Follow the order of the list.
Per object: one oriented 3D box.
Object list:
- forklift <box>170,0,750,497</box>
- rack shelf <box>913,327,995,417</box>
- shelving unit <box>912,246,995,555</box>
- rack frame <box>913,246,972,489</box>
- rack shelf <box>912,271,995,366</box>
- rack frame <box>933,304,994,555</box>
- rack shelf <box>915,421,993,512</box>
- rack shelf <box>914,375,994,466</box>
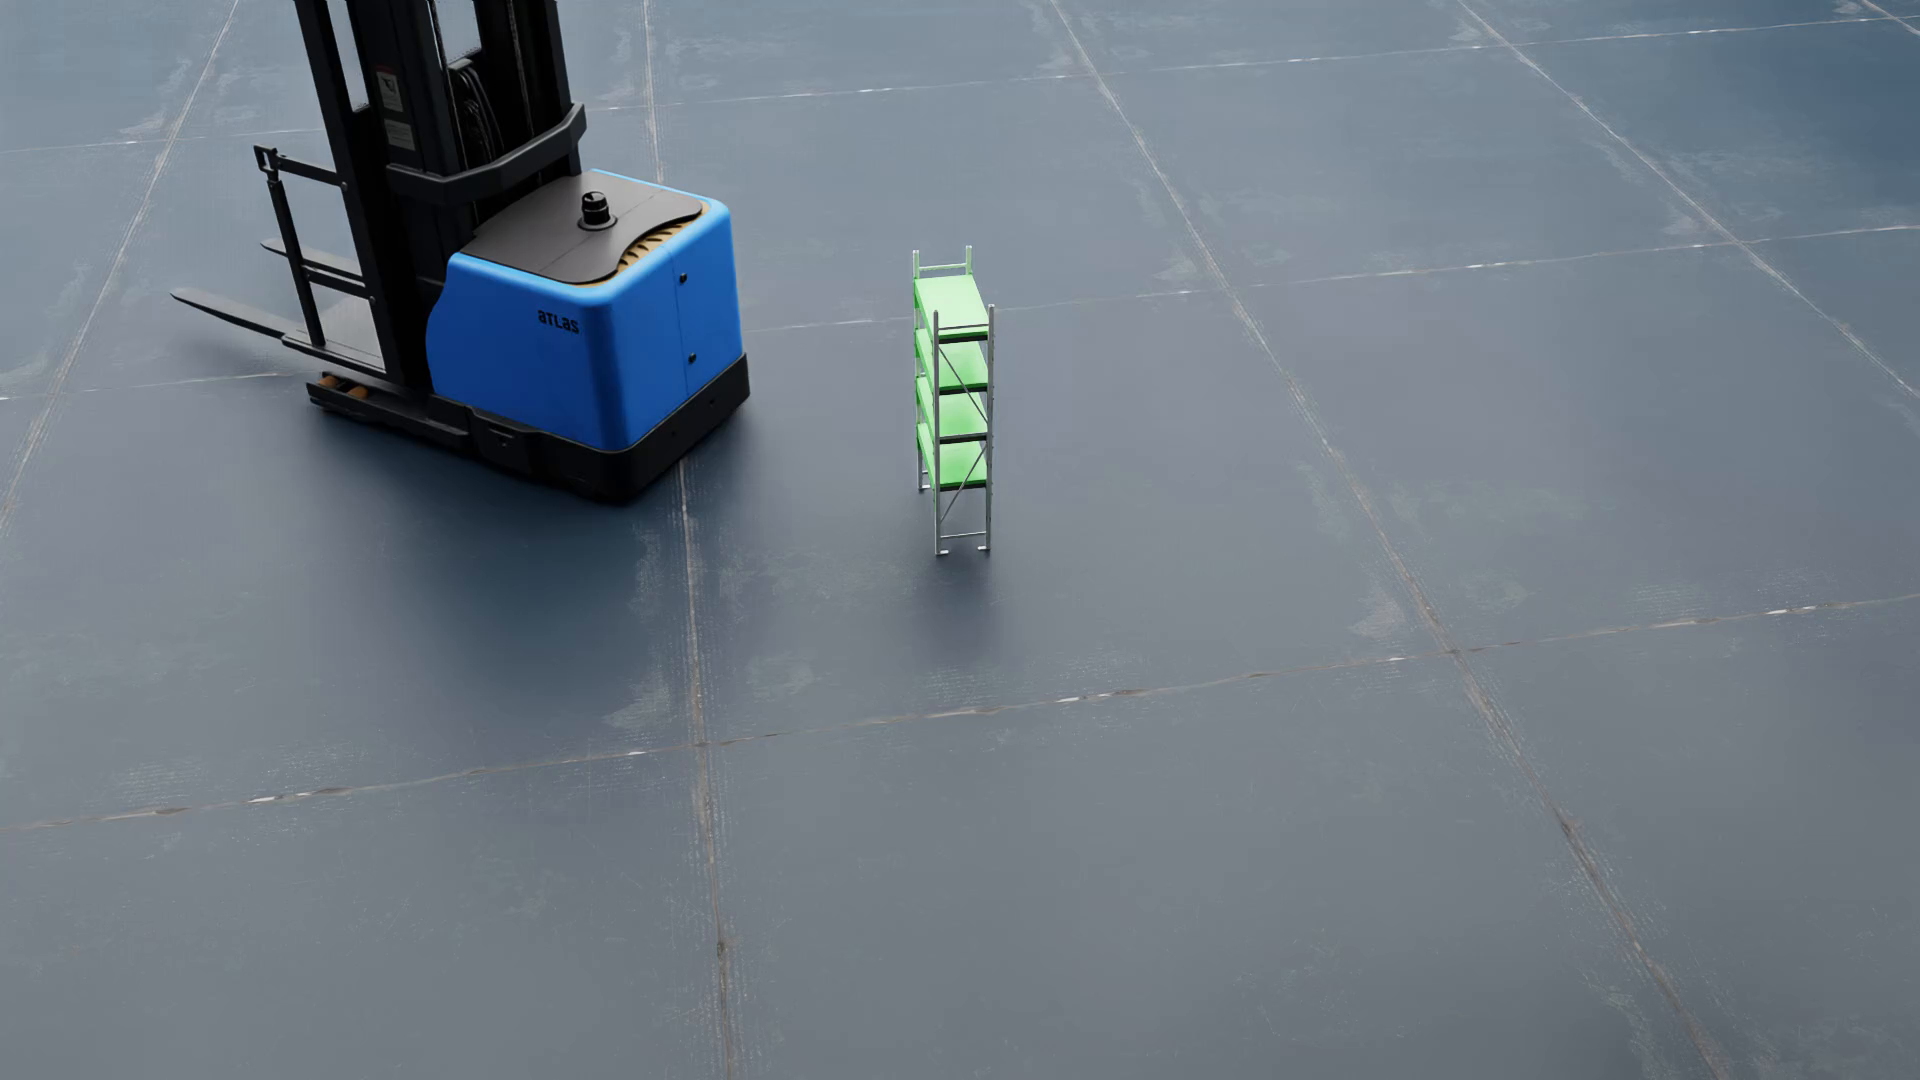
[{"bbox_3d":[-2.560,-1.989,7.422,3.031,2.935,1.130,18,41,22],"label":"forklift"},{"bbox_3d":[-0.029,-0.713,6.903,0.258,0.148,0.480,-6,38,-8],"label":"rack shelf"},{"bbox_3d":[-0.029,-0.574,7.011,0.258,1.200,0.503,-6,38,-8],"label":"shelving unit"},{"bbox_3d":[-0.072,-0.721,7.200,0.240,1.200,0.015,-6,38,-8],"label":"rack frame"},{"bbox_3d":[-0.029,-0.902,6.755,0.258,0.148,0.480,-6,38,-8],"label":"rack shelf"},{"bbox_3d":[0.014,-0.426,6.821,0.240,1.200,0.015,-6,38,-8],"label":"rack frame"},{"bbox_3d":[-0.029,-0.334,7.197,0.258,0.148,0.480,-6,38,-8],"label":"rack shelf"},{"bbox_3d":[-0.029,-0.523,7.050,0.258,0.148,0.480,-6,38,-8],"label":"rack shelf"}]
